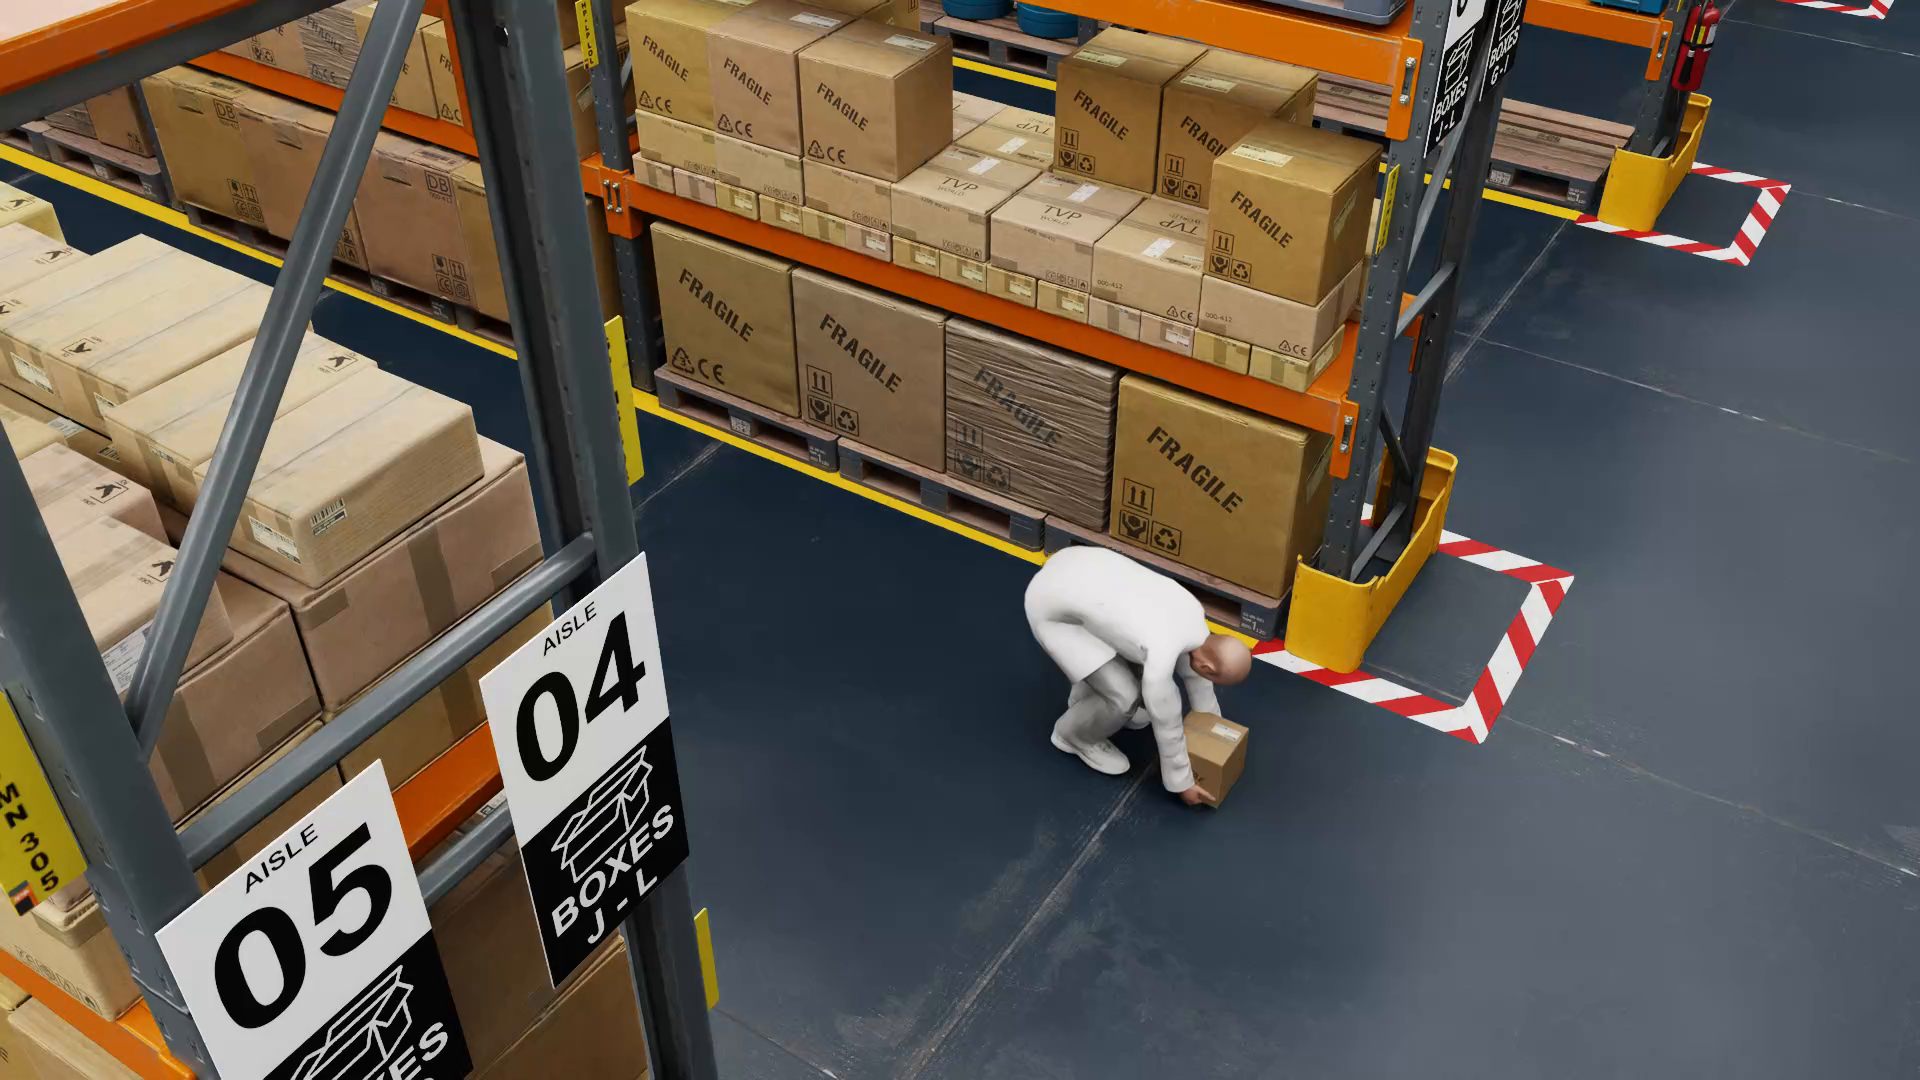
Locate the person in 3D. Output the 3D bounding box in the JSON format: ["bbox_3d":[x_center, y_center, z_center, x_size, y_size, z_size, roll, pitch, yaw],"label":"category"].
[{"bbox_3d":[0.707,0.509,6.725,0.947,0.943,0.591,19,42,22],"label":"person"}]
